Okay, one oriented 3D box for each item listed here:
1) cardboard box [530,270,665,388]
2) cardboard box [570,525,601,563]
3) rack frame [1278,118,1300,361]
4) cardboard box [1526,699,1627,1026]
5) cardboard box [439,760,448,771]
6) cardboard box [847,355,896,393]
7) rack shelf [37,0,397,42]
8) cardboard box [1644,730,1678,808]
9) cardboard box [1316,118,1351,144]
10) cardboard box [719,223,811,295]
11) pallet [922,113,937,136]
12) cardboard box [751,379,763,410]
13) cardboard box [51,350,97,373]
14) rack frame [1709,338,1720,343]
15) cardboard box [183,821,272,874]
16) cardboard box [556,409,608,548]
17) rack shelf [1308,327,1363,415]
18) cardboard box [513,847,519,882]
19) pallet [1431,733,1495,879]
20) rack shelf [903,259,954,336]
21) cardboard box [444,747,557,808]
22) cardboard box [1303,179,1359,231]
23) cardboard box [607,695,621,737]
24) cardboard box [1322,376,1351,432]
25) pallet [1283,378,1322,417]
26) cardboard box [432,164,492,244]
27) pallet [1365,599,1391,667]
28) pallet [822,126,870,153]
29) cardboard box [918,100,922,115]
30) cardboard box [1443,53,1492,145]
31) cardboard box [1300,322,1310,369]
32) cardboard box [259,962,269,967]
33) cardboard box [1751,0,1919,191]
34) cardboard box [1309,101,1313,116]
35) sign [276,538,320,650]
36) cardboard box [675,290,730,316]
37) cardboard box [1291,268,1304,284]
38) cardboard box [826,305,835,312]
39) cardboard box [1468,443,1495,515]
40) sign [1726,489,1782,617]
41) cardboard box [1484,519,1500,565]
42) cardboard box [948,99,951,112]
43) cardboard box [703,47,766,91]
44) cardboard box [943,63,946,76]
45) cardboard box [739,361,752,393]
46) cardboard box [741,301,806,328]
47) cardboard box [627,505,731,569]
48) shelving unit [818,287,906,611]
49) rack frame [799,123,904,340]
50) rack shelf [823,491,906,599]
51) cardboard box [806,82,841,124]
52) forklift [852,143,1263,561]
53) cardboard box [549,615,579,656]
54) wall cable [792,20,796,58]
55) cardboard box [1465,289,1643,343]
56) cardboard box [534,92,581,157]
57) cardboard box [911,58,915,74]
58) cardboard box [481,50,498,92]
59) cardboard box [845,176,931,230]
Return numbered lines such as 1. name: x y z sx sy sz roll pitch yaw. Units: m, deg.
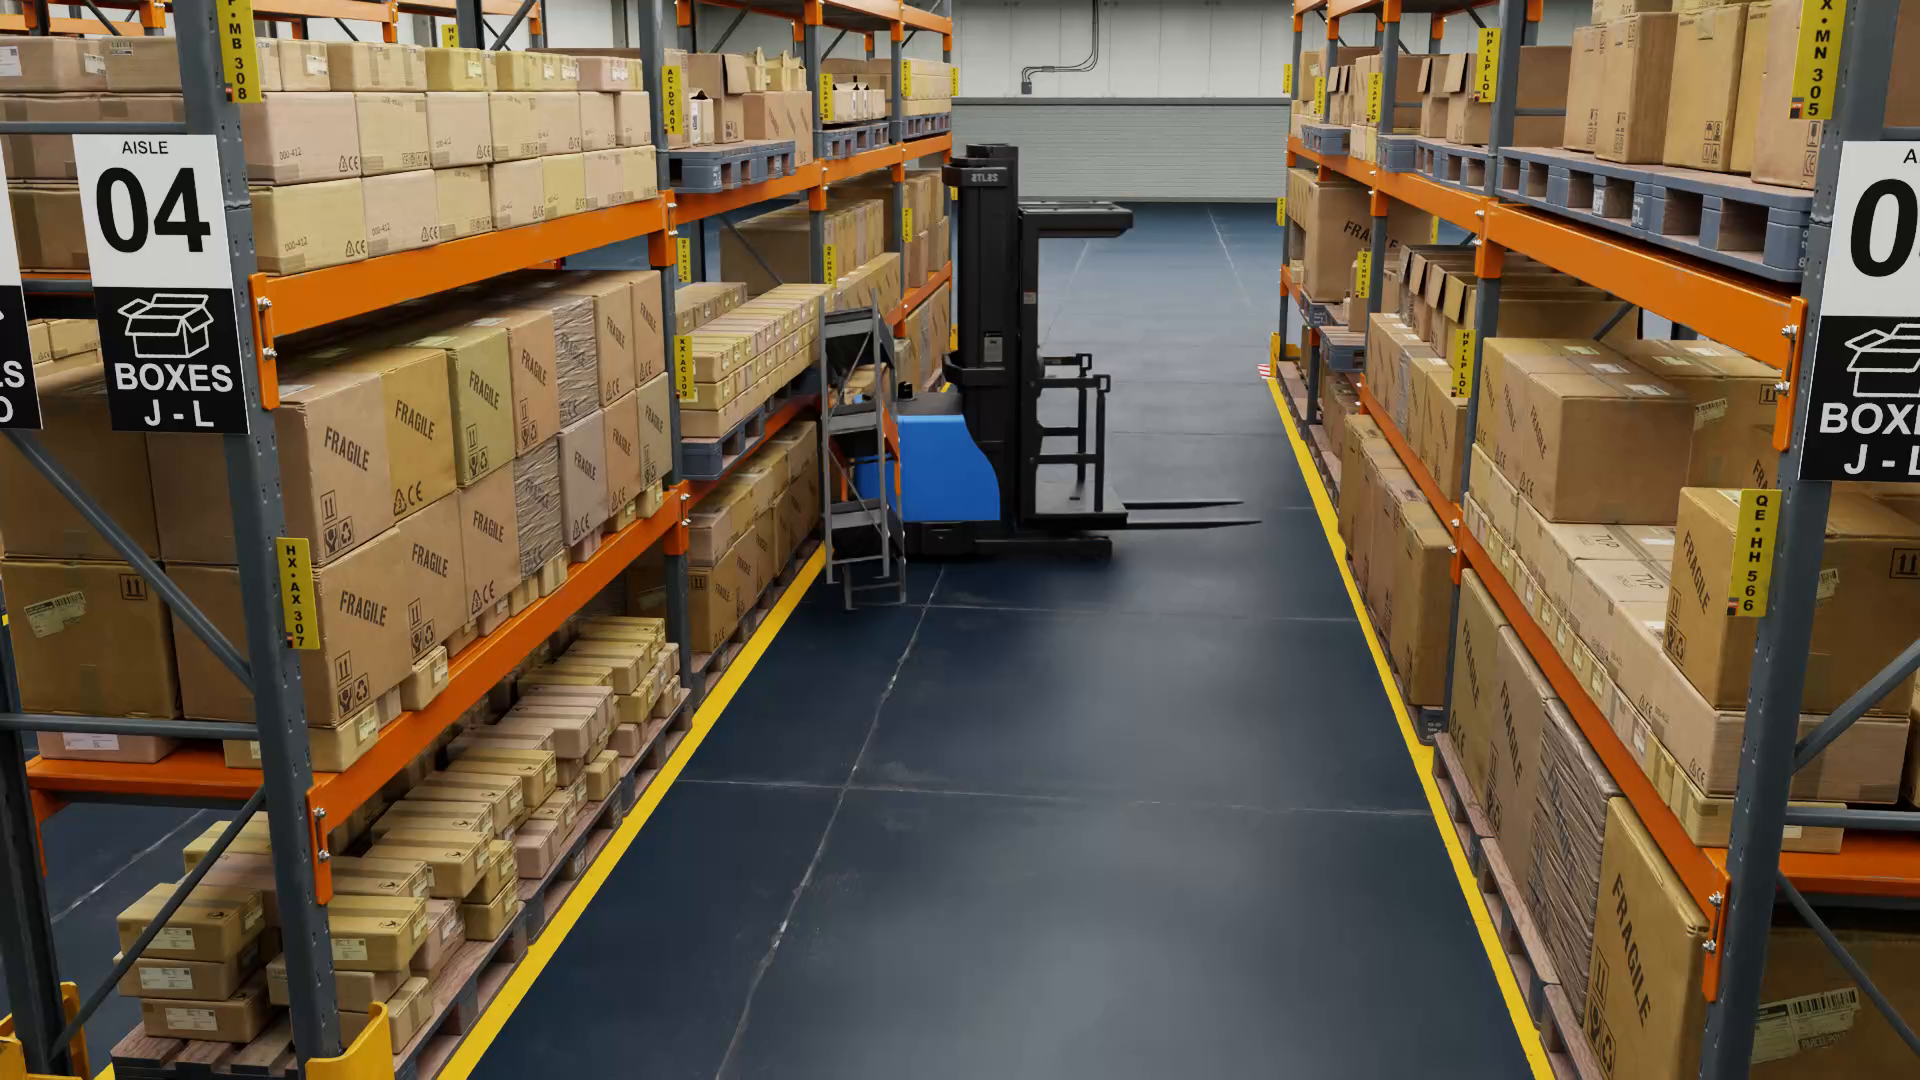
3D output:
1. cardboard box: -1.744 -1.027 8.038 0.500 0.500 0.500 1 15 4
2. cardboard box: -1.824 -0.006 7.417 0.380 0.149 0.250 1 15 4
3. rack frame: 4.312 -3.423 19.574 1.000 3.000 0.127 2 15 6
4. cardboard box: 2.602 1.146 5.945 0.875 0.875 0.875 2 15 6
5. cardboard box: -2.428 0.968 7.422 0.380 0.149 0.250 2 15 6
6. cardboard box: -1.150 -1.261 15.083 1.050 0.750 0.750 2 15 6
7. rack shelf: -6.212 -4.514 14.261 1.077 0.370 4.000 2 15 6
8. cardboard box: 2.247 0.679 4.887 0.380 0.149 0.250 2 15 7
9. cardboard box: 3.652 -3.887 15.831 0.500 0.250 0.500 2 15 8
10. cardboard box: -1.447 -2.167 12.824 0.700 0.500 0.500 2 15 6
11. pallet: -0.814 -4.490 17.945 1.003 0.211 1.213 2 15 6
12. cardboard box: -1.371 -0.855 9.753 0.380 0.149 0.250 2 15 7
13. cardboard box: -6.352 -1.166 11.513 0.500 0.250 0.500 2 15 6
14. rack frame: 9.233 -3.277 19.034 1.000 3.000 0.127 2 15 6
15. cardboard box: -2.614 1.162 6.136 0.380 0.149 0.250 1 15 5
16. cardboard box: -1.850 -0.277 7.180 0.500 0.500 0.500 2 15 6
17. rack shelf: 3.635 -1.519 13.913 1.077 0.370 4.000 2 15 6
18. cardboard box: -1.992 1.335 6.636 0.380 0.149 0.250 2 15 6
19. pallet: 2.794 1.231 7.707 1.003 0.211 1.213 2 15 6
20. rack shelf: -0.831 -2.729 18.387 1.077 0.370 4.000 2 15 6
21. cardboard box: -1.885 0.973 6.834 0.380 0.149 0.250 2 15 7
22. cardboard box: 3.693 -3.314 16.496 0.500 0.500 0.500 2 15 6
23. cardboard box: -1.836 0.841 7.893 0.380 0.149 0.250 2 15 7
24. cardboard box: 3.770 -1.232 15.419 0.700 0.500 0.500 1 15 2
25. pallet: 4.036 -1.532 17.923 1.003 0.211 1.213 2 15 6
26. cardboard box: -1.997 -1.200 5.895 0.500 0.250 0.500 1 15 4
27. pallet: 3.105 0.516 10.350 1.003 0.211 1.213 2 15 6
28. pallet: -1.365 -3.336 13.867 1.003 0.211 1.213 2 15 9
29. cardboard box: -0.592 -4.417 16.988 0.380 0.149 0.250 1 15 5
30. cardboard box: 3.200 -2.518 9.479 0.797 0.503 0.637 1 15 5
31. cardboard box: 4.224 -2.257 19.248 0.500 0.500 0.500 5 16 17
32. cardboard box: -2.630 1.516 5.967 0.380 0.149 0.250 2 15 8
33. cardboard box: 2.512 -1.157 4.259 0.700 0.500 0.500 1 15 3
34. cardboard box: 3.753 -4.388 16.921 0.380 0.149 0.250 2 15 9
35. sign: -1.872 0.153 4.692 0.100 0.325 0.005 2 15 6
36. cardboard box: -1.812 -1.641 11.523 0.380 0.149 0.250 2 15 6
37. cardboard box: 3.777 -2.848 17.931 0.380 0.149 0.250 2 15 6
38. cardboard box: -1.111 -1.604 11.953 0.380 0.149 0.250 2 15 7
39. cardboard box: 2.644 -0.268 7.622 0.500 0.250 0.500 1 15 5
40. sign: 1.969 0.034 4.118 0.100 0.325 0.005 2 15 6
41. cardboard box: 2.535 0.014 7.344 0.380 0.149 0.250 2 15 8
42. cardboard box: -0.306 -5.077 19.429 0.380 0.149 0.250 2 15 6
43. cardboard box: -1.420 -2.939 10.381 0.396 0.266 0.258 2 15 6
44. cardboard box: -0.365 -5.329 18.835 0.380 0.149 0.250 2 15 7
45. cardboard box: -1.402 -0.931 9.464 0.380 0.149 0.250 2 15 8
46. cardboard box: -1.227 -1.484 10.939 0.380 0.149 0.250 2 15 6
47. cardboard box: -1.613 -0.025 9.555 0.500 0.250 0.500 1 15 4
48. shelving unit: -0.654 -0.618 11.058 0.431 2.100 0.503 -7 -23 9
49. rack frame: -1.057 -2.558 16.374 1.000 3.000 0.127 2 15 6
50. rack shelf: -0.613 0.039 10.782 0.431 0.518 0.480 -7 -23 9
51. cardboard box: -1.208 -3.357 12.760 0.500 0.311 0.500 2 15 6
52. forklift: 0.711 -1.400 12.225 3.031 2.935 1.130 -1 15 -3
53. cardboard box: -2.204 0.487 8.633 0.380 0.149 0.250 2 15 9
54. wall cable: -3.722 -15.967 50.746 3.097 2.526 0.112 2 15 6
55. cardboard box: 3.021 -1.009 8.533 0.797 0.503 0.637 1 15 5
56. cardboard box: -1.883 -1.703 6.795 0.500 0.250 0.500 2 15 9
57. cardboard box: -0.650 -4.671 16.401 0.380 0.149 0.250 2 15 6
58. cardboard box: -1.943 -1.734 6.148 0.380 0.149 0.250 2 15 8
59. cardboard box: -0.785 -3.666 18.116 0.875 0.550 0.500 2 15 6
